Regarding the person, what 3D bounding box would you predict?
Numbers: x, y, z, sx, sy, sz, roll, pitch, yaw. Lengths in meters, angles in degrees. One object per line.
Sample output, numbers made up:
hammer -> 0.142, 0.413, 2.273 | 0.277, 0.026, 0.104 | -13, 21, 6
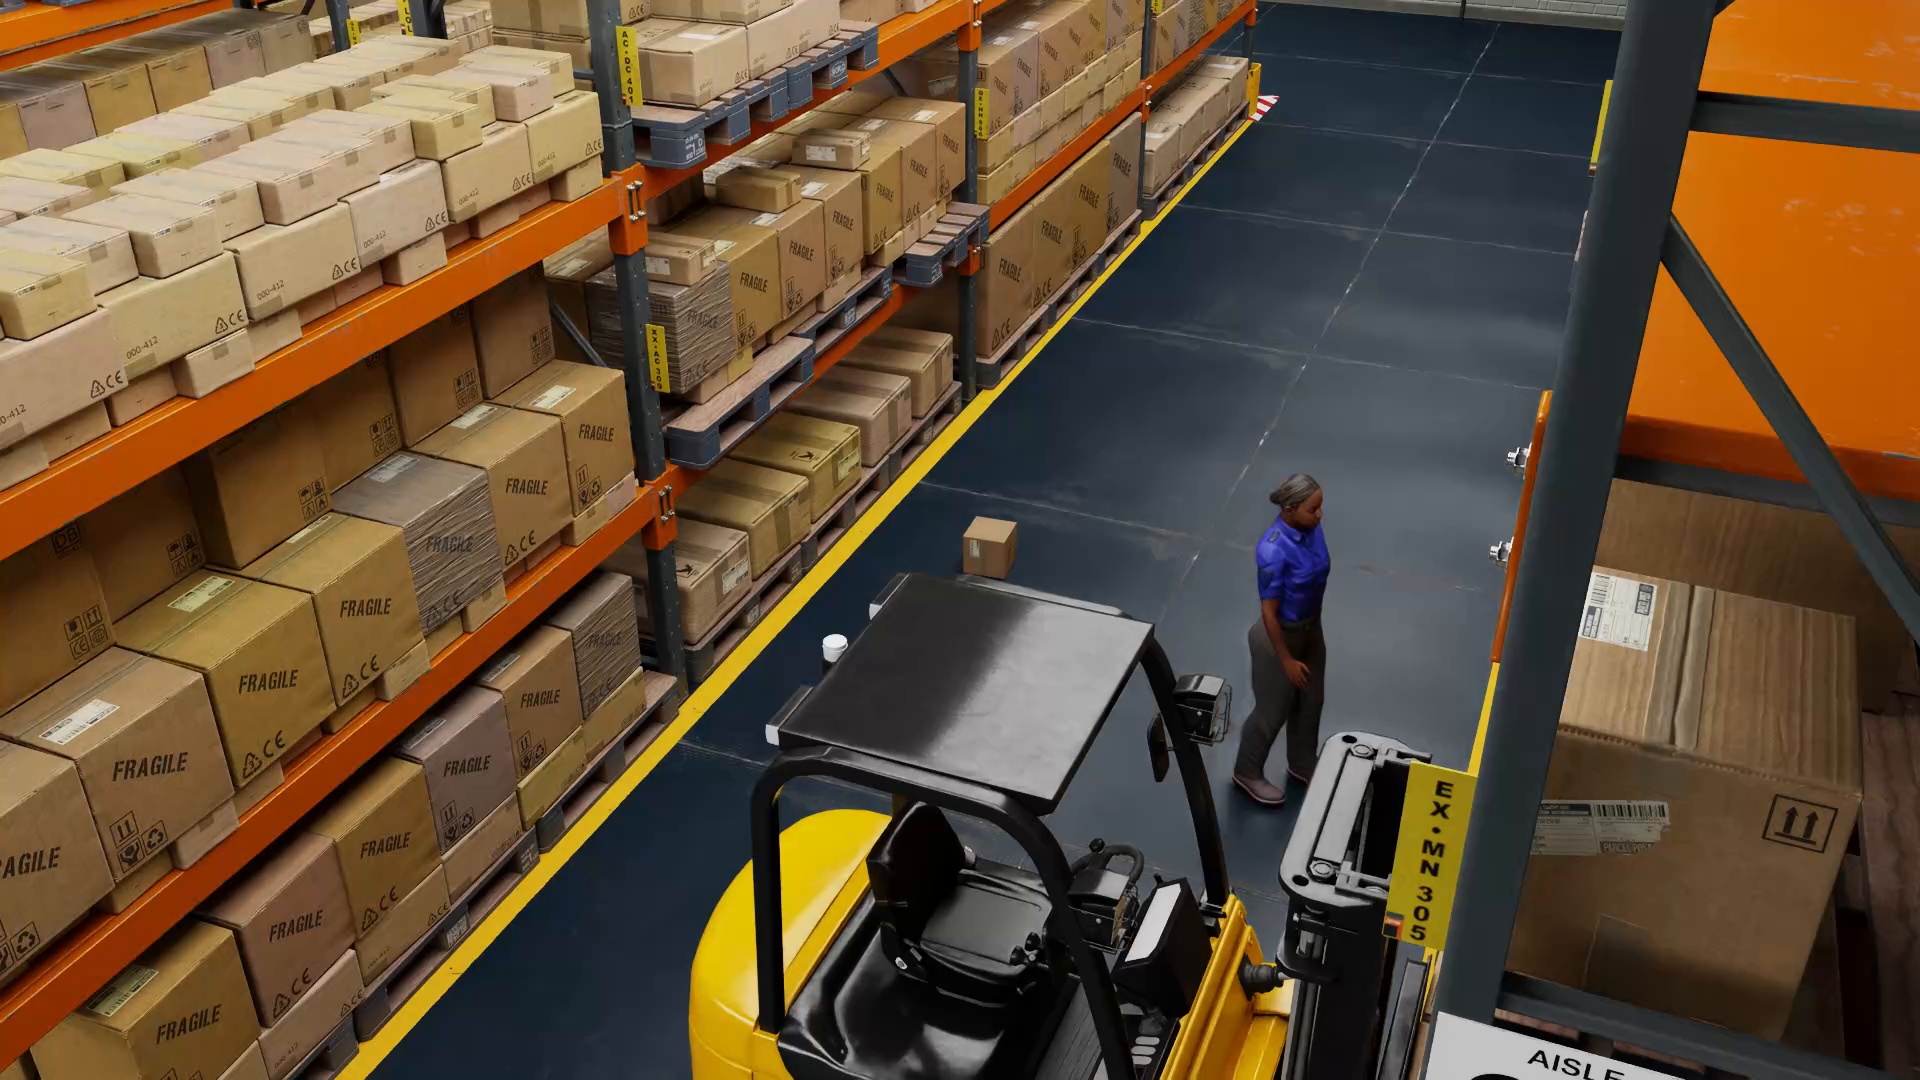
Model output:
person -> 1.545, 0.476, 7.551 | 0.462, 1.679, 0.485 | 24, 38, 36
